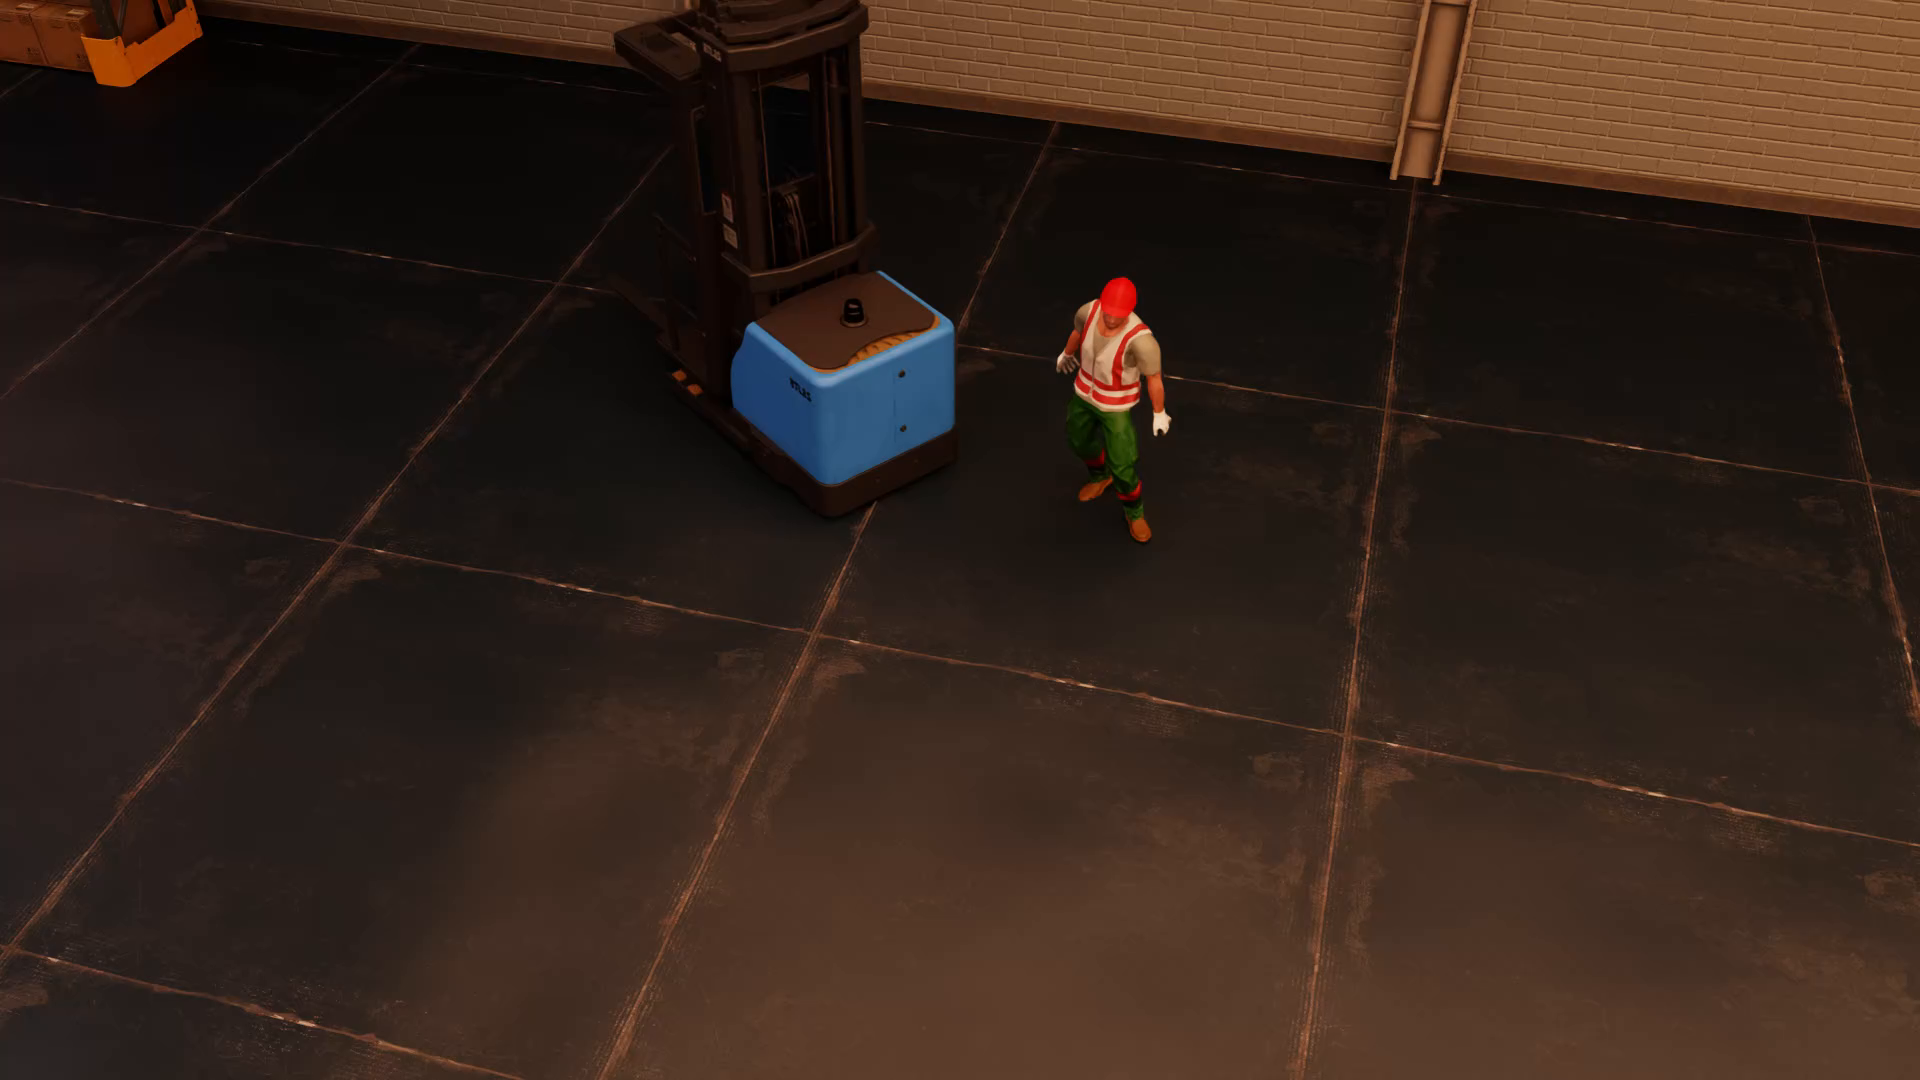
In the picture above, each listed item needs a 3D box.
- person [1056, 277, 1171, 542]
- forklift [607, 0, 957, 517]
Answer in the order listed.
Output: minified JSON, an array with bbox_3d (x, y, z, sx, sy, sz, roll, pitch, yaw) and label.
[{"bbox_3d":[0.870,-0.853,9.772,0.479,1.745,0.890,-32,50,-31],"label":"person"},{"bbox_3d":[-1.323,-2.159,10.324,1.130,2.935,3.031,-27,48,-28],"label":"forklift"}]
